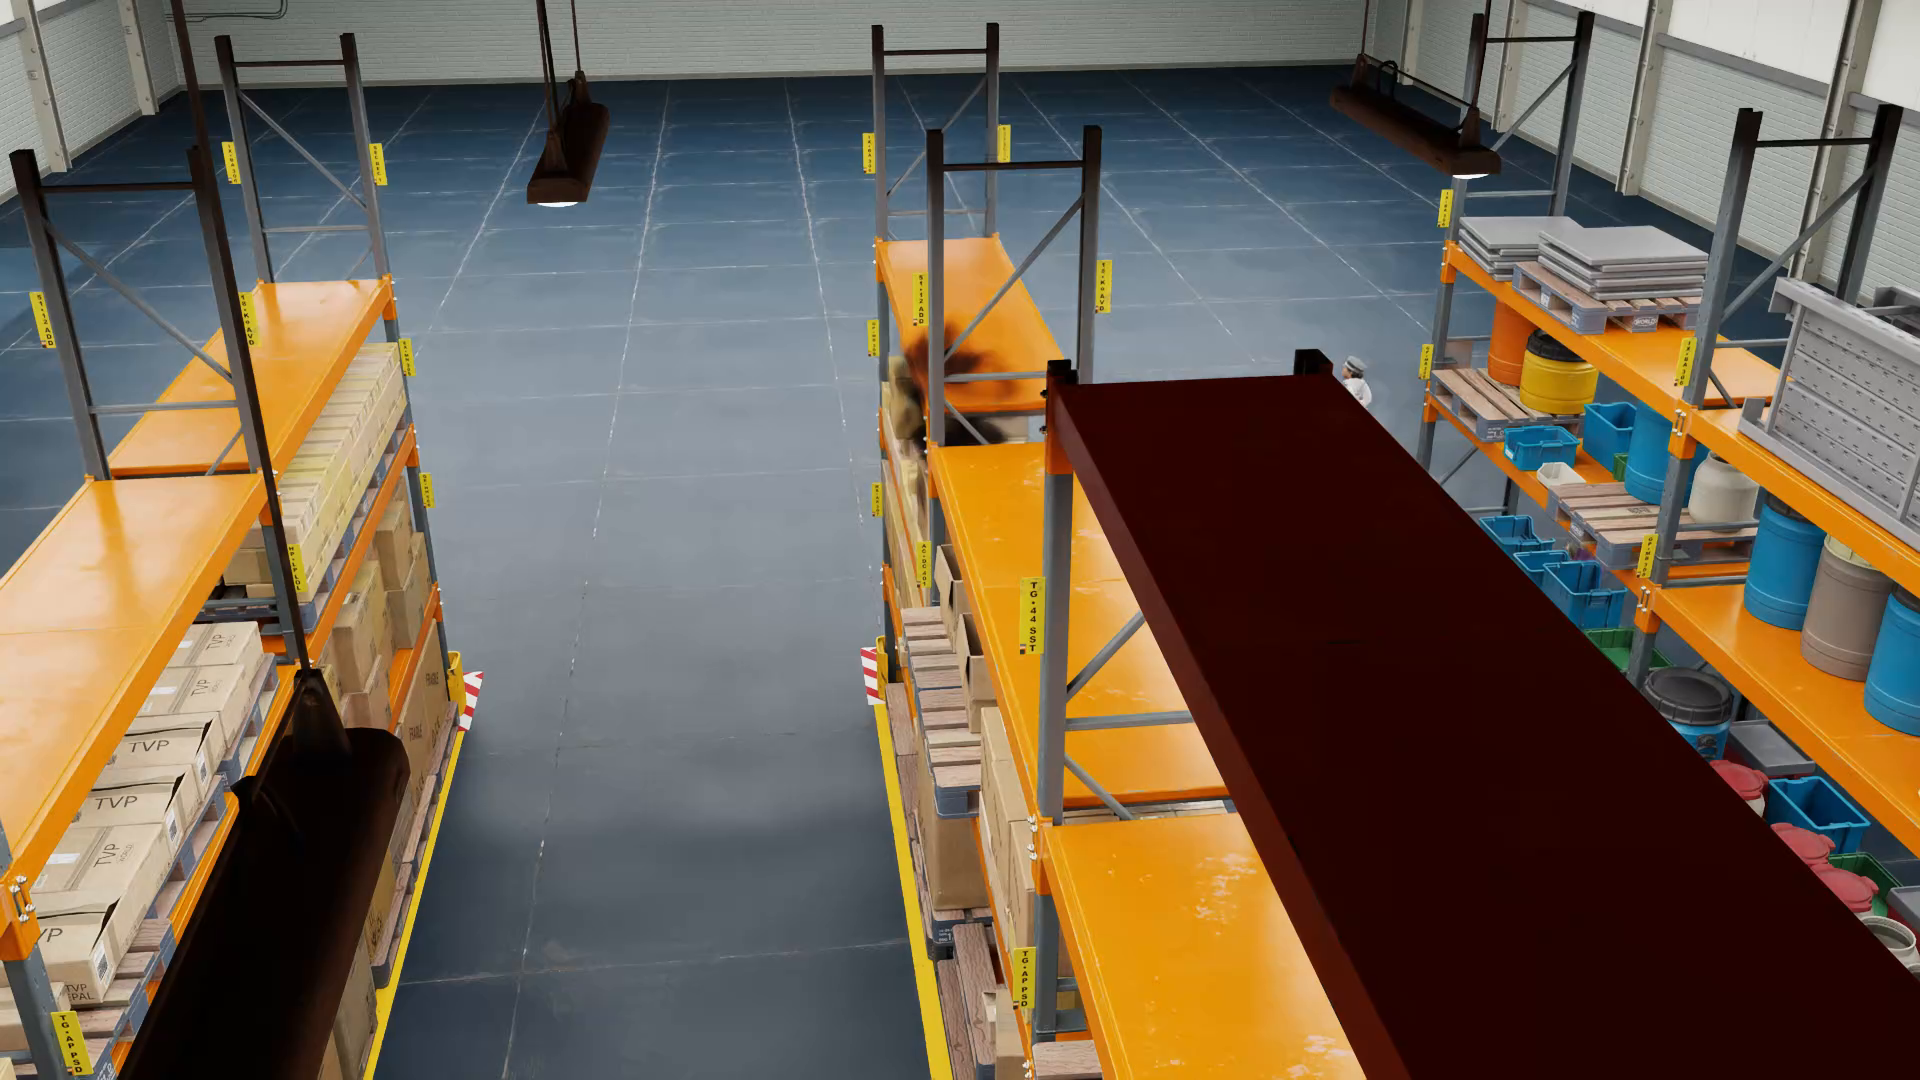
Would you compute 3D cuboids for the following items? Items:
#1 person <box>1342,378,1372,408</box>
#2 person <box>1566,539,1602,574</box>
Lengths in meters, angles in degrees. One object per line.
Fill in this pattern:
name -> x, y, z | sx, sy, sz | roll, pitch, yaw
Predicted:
person -> 4.672, -0.158, 17.110 | 3.152, 1.443, 4.807 | 11, 28, 22
person -> -1.035, 2.783, 8.429 | 20.177, 3.451, 9.057 | -11, 28, -22
